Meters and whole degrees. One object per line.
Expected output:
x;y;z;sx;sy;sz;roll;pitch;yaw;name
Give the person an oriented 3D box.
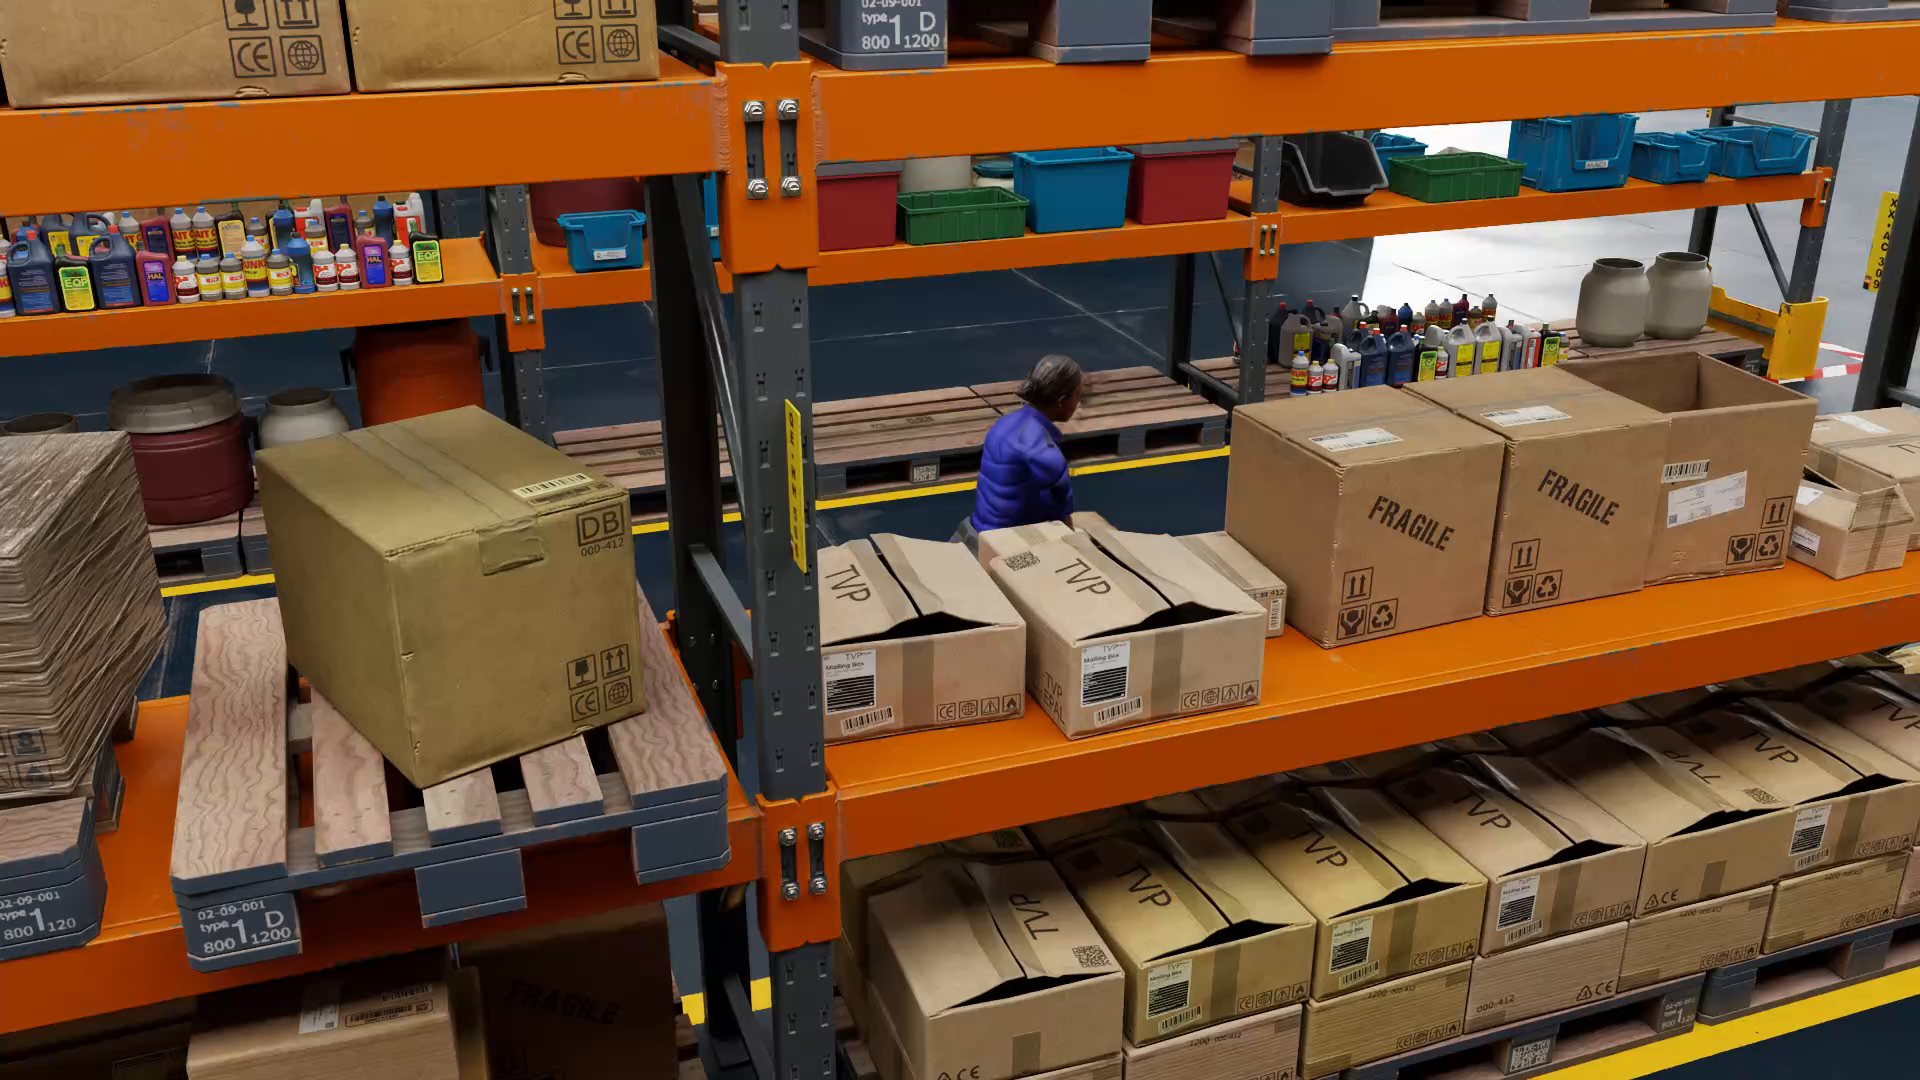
0.211;0.124;5.891;0.561;1.599;0.408;-9;24;-20;person
